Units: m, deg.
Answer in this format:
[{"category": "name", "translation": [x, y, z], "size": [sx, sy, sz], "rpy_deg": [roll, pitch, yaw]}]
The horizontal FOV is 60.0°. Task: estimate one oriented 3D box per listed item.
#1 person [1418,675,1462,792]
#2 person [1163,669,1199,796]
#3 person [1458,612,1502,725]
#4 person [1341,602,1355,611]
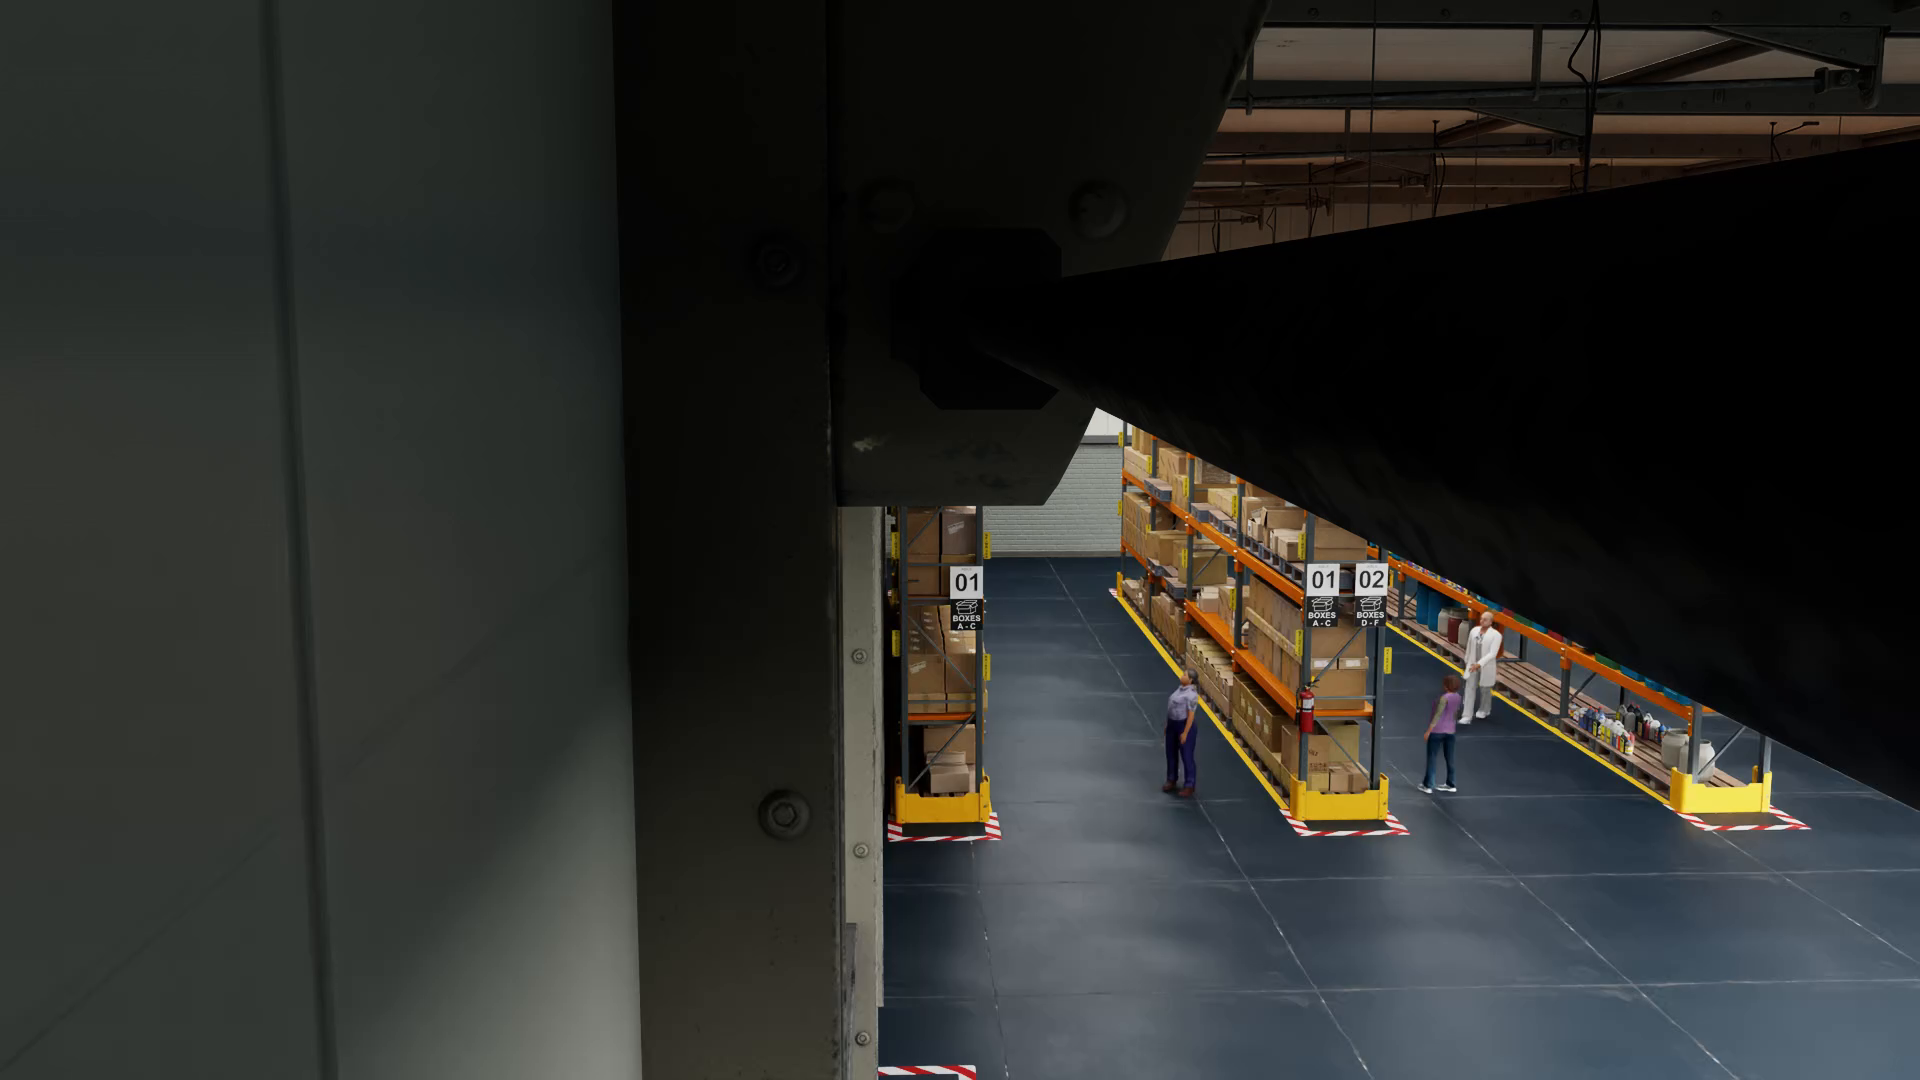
[{"category": "person", "translation": [6.258, 2.516, 21.660], "size": [0.469, 1.593, 0.447], "rpy_deg": [-2, 8, -17]}, {"category": "person", "translation": [2.891, 2.482, 21.720], "size": [0.381, 1.637, 0.530], "rpy_deg": [-5, 10, -33]}, {"category": "person", "translation": [7.841, 1.929, 25.160], "size": [0.642, 1.710, 1.109], "rpy_deg": [7, 10, 39]}, {"category": "person", "translation": [6.724, 1.369, 29.193], "size": [0.634, 1.723, 0.991], "rpy_deg": [-1, 8, -4]}]
